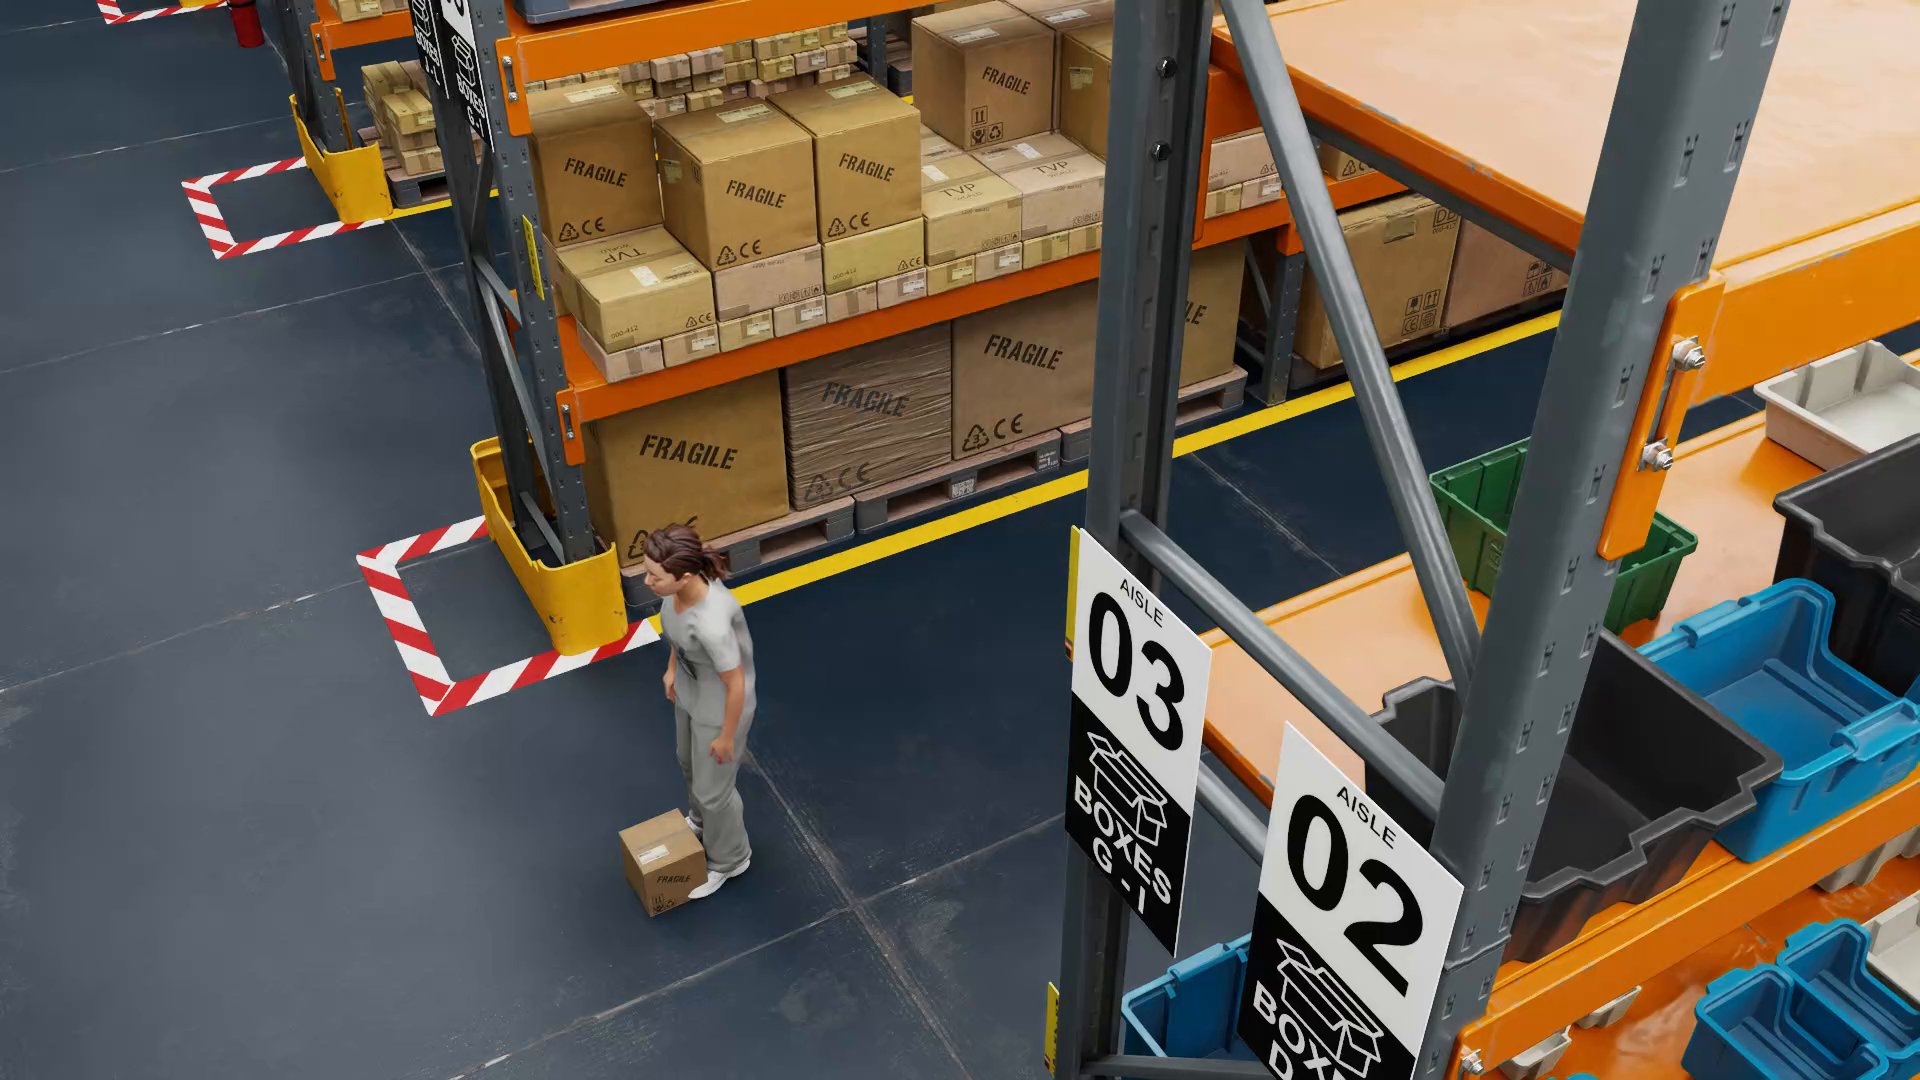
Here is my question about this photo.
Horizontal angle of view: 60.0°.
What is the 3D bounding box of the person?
[{"bbox_3d":[-0.960,0.612,6.114,0.403,1.673,0.504,-20,41,-25],"label":"person"}]
